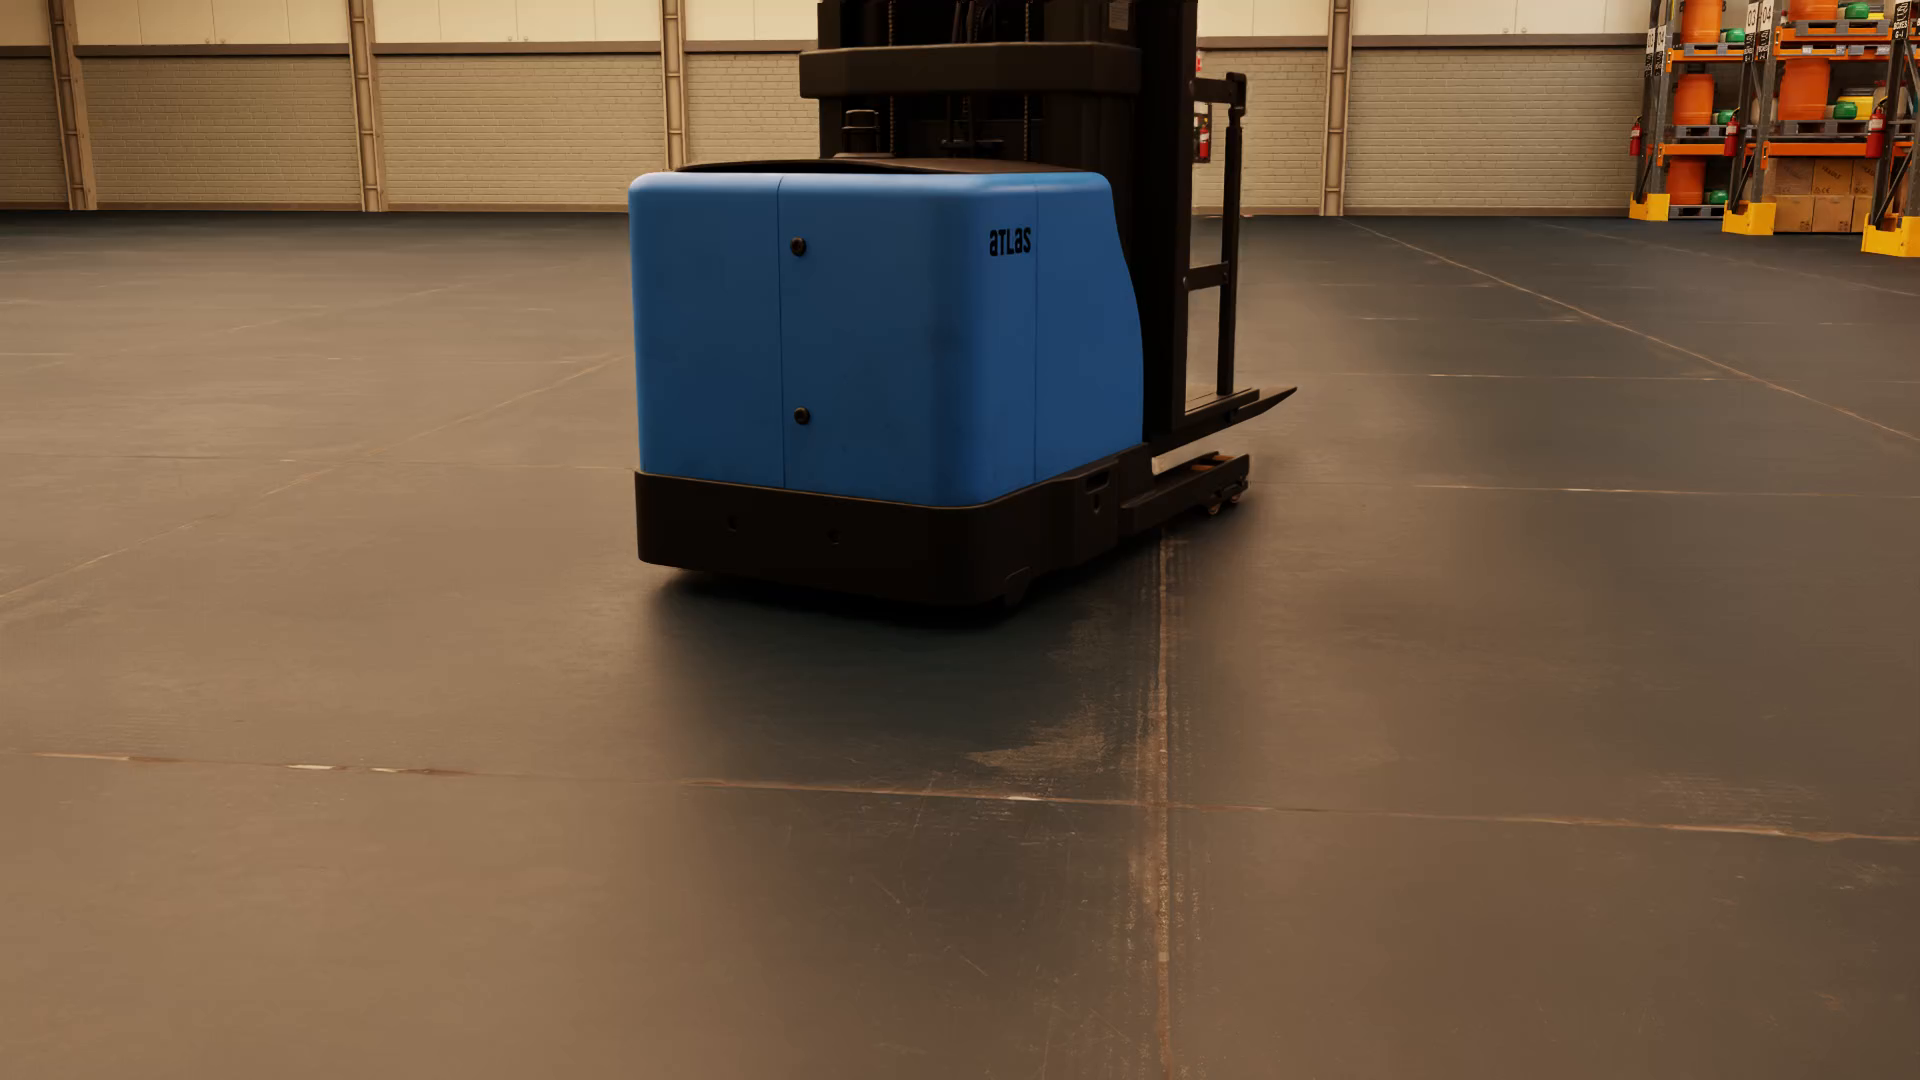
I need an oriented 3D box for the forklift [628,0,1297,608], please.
[{"bbox_3d":[0.296,-1.549,5.132,1.130,2.935,3.031,7,15,28],"label":"forklift"}]
